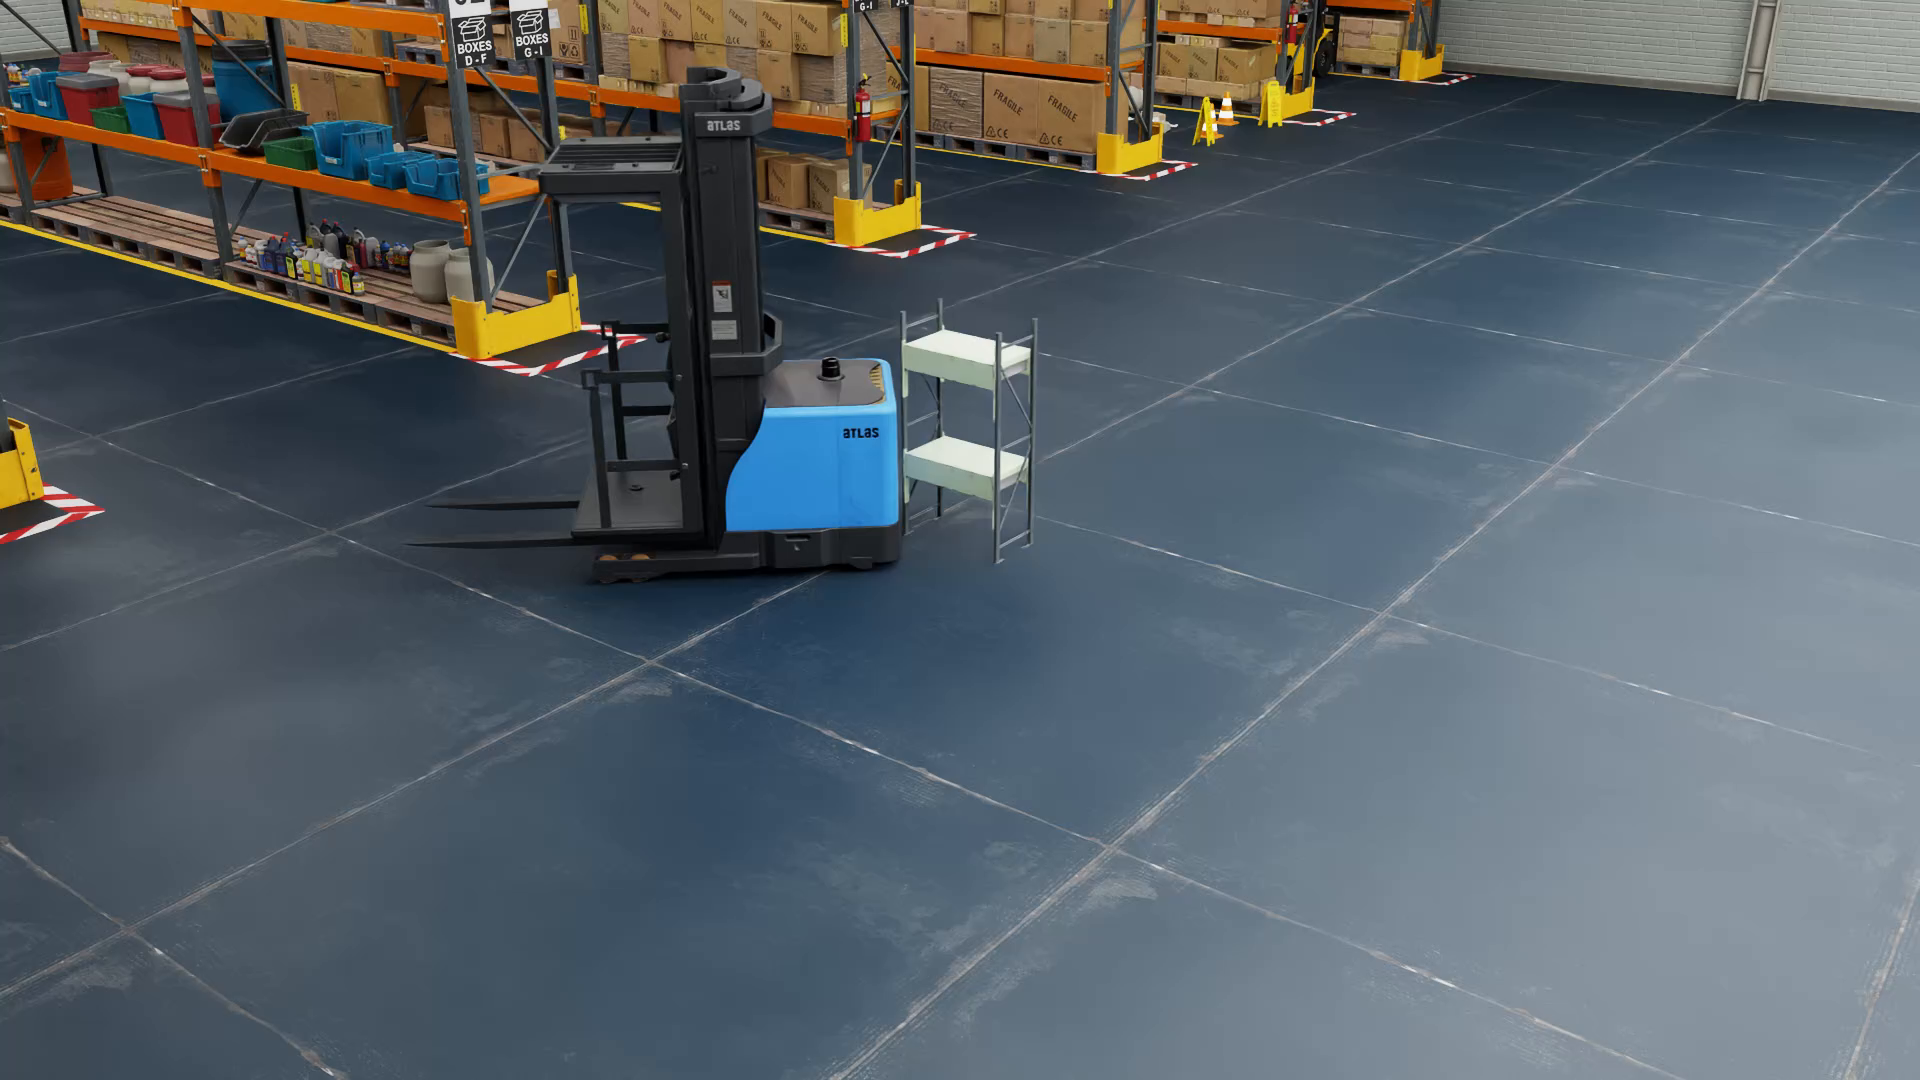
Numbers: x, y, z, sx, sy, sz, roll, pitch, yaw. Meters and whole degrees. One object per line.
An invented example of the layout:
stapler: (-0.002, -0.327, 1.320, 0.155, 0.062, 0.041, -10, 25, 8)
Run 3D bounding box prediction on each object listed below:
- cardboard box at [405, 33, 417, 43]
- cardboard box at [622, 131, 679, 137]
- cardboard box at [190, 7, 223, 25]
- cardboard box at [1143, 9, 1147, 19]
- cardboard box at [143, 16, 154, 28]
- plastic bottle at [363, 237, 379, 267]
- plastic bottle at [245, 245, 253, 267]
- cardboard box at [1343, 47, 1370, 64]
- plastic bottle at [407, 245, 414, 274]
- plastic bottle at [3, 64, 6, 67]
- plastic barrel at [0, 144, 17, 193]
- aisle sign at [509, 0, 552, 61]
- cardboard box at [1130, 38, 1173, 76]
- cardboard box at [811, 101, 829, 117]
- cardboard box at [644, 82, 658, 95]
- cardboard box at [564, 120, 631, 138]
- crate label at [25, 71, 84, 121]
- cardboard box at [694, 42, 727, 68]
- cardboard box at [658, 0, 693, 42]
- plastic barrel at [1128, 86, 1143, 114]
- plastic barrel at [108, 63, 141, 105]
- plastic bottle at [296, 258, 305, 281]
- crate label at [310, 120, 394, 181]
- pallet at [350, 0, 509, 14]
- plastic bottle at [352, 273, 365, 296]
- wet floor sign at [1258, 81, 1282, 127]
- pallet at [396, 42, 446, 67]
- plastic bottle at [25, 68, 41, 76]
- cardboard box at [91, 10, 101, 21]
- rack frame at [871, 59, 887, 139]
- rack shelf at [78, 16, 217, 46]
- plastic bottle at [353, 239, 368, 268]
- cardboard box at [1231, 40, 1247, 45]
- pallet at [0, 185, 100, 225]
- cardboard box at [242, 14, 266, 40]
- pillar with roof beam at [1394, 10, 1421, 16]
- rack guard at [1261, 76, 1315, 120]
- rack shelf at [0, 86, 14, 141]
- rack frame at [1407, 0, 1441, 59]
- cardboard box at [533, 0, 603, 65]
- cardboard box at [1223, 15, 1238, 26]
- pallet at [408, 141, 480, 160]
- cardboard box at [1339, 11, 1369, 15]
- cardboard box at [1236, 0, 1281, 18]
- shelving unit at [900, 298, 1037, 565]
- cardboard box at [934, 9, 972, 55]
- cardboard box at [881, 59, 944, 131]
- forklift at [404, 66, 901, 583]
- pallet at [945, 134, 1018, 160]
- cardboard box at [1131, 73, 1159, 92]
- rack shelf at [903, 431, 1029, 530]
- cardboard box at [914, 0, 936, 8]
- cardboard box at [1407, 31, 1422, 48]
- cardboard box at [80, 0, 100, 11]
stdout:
cardboard box: (-7.467, -6.920, 22.613, 0.500, 0.500, 0.500, 18, 29, 35)
cardboard box: (-3.744, -4.641, 20.142, 0.500, 0.500, 0.500, 16, 28, 32)
cardboard box: (-10.953, -7.726, 24.382, 0.500, 0.250, 0.500, 16, 29, 32)
cardboard box: (2.981, -8.292, 26.162, 0.250, 0.149, 0.380, 17, 29, 34)
cardboard box: (-12.114, -7.862, 25.186, 0.250, 0.149, 0.380, 17, 29, 34)
plastic bottle: (-5.783, -2.831, 16.288, 0.135, 0.276, 0.152, 17, 29, 34)
plastic bottle: (-6.937, -2.782, 16.268, 0.097, 0.201, 0.097, 0, 24, 0)
cardboard box: (7.120, -8.603, 29.446, 0.500, 0.250, 0.500, 17, 29, 33)
plastic bottle: (-5.244, -2.695, 15.969, 0.133, 0.283, 0.061, 17, 29, 34)
plastic bottle: (-11.364, -5.538, 19.758, 0.097, 0.271, 0.097, 0, 24, 0)
plastic barrel: (-11.119, -4.346, 19.457, 0.421, 0.512, 0.421, 0, 24, 0)
aisle sign: (-3.577, -4.404, 13.800, 0.004, 0.787, 0.394, 17, 29, 33)
cardboard box: (3.063, -7.695, 26.454, 0.500, 0.500, 0.500, 19, 30, 36)
cardboard box: (-1.391, -4.683, 17.970, 0.250, 0.149, 0.380, 17, 29, 33)
cardboard box: (-3.434, -5.265, 19.290, 0.250, 0.149, 0.380, 17, 29, 33)
cardboard box: (-4.519, -4.915, 20.739, 0.500, 0.500, 0.700, 14, 28, 29)
crate label: (-9.579, -4.760, 17.789, 0.616, 0.435, 0.502, 17, 29, 33)
cardboard box: (-2.502, -5.400, 18.793, 0.500, 0.500, 0.875, 17, 29, 33)
cardboard box: (-3.032, -5.909, 18.708, 0.500, 0.500, 0.500, 17, 29, 33)
plastic barrel: (2.543, -6.764, 25.577, 0.512, 0.421, 0.421, -5, 24, -12)
plastic barrel: (-8.923, -4.841, 17.878, 0.421, 0.512, 0.421, 0, 24, 0)
plastic bottle: (-6.250, -2.574, 15.797, 0.097, 0.201, 0.097, 0, 24, 0)
crate label: (-5.445, -3.511, 14.954, 0.616, 0.435, 0.502, 17, 29, 33)
pallet: (-4.413, -4.655, 14.108, 1.213, 0.211, 1.003, 17, 29, 33)
plastic bottle: (-5.543, -2.360, 15.312, 0.097, 0.201, 0.097, 0, 24, 0)
wet floor sign: (4.614, -6.464, 24.620, 0.267, 0.644, 0.232, -15, 28, -30)
pallet: (-6.607, -6.444, 21.892, 1.003, 0.211, 1.213, 17, 29, 33)
plastic bottle: (-10.734, -5.335, 19.293, 0.135, 0.276, 0.152, 17, 29, 33)
cardboard box: (-13.350, -8.235, 26.032, 0.250, 0.149, 0.380, 16, 29, 33)
rack frame: (-0.985, -7.278, 23.548, 0.127, 3.000, 1.000, 17, 29, 33)
rack shelf: (-12.042, -7.791, 25.605, 4.000, 0.370, 1.077, 17, 29, 33)
plastic bottle: (-5.846, -2.800, 16.208, 0.133, 0.283, 0.061, 17, 29, 33)
cardboard box: (4.184, -7.624, 26.293, 0.500, 0.500, 0.500, 16, 28, 31)
pallet: (-10.867, -3.973, 19.504, 1.213, 0.211, 1.003, 17, 29, 33)
cardboard box: (-9.821, -7.369, 23.631, 0.500, 0.500, 0.500, 17, 29, 33)
pillar with roof beam: (5.479, -11.350, 25.350, 0.400, 9.000, 9.100, 17, 29, 33)
rack guard: (5.043, -6.807, 25.578, 0.348, 0.500, 1.175, 17, 29, 33)
rack shelf: (-11.812, -5.226, 19.783, 4.000, 0.370, 1.077, 17, 29, 33)
rack frame: (8.078, -9.535, 28.670, 0.127, 3.000, 1.000, 17, 29, 33)
cardboard box: (-4.592, -6.406, 20.304, 1.000, 1.000, 1.000, 17, 29, 34)
cardboard box: (4.215, -7.933, 25.346, 0.250, 0.149, 0.380, 16, 29, 32)
pallet: (-6.617, -5.204, 22.299, 1.213, 0.211, 1.003, 17, 29, 33)
cardboard box: (7.011, -9.347, 29.894, 0.500, 0.250, 0.500, 17, 29, 33)
cardboard box: (4.504, -8.156, 25.049, 0.500, 0.500, 0.500, 16, 29, 32)
shelving unit: (0.049, -0.684, 10.443, 0.755, 1.500, 0.431, 17, 29, 34)
cardboard box: (0.133, -6.967, 22.656, 0.550, 0.550, 0.875, 17, 29, 33)
cardboard box: (-0.523, -6.323, 23.495, 0.875, 0.875, 0.875, 17, 29, 34)
forklift: (-1.912, -1.301, 10.067, 3.031, 2.935, 1.130, -2, 24, -4)
pallet: (0.557, -5.498, 22.966, 1.213, 0.211, 1.003, 17, 29, 33)
cardboard box: (3.073, -7.351, 26.602, 0.500, 0.250, 0.500, 16, 29, 33)
rack shelf: (0.049, -0.386, 10.575, 0.720, 0.370, 0.431, 17, 29, 34)
cardboard box: (-0.200, -7.645, 22.856, 0.550, 0.550, 0.875, 17, 29, 33)
cardboard box: (7.826, -8.878, 29.449, 0.500, 0.250, 0.500, 17, 29, 34)
cardboard box: (-13.420, -8.468, 26.066, 0.500, 0.250, 0.500, 16, 28, 32)
